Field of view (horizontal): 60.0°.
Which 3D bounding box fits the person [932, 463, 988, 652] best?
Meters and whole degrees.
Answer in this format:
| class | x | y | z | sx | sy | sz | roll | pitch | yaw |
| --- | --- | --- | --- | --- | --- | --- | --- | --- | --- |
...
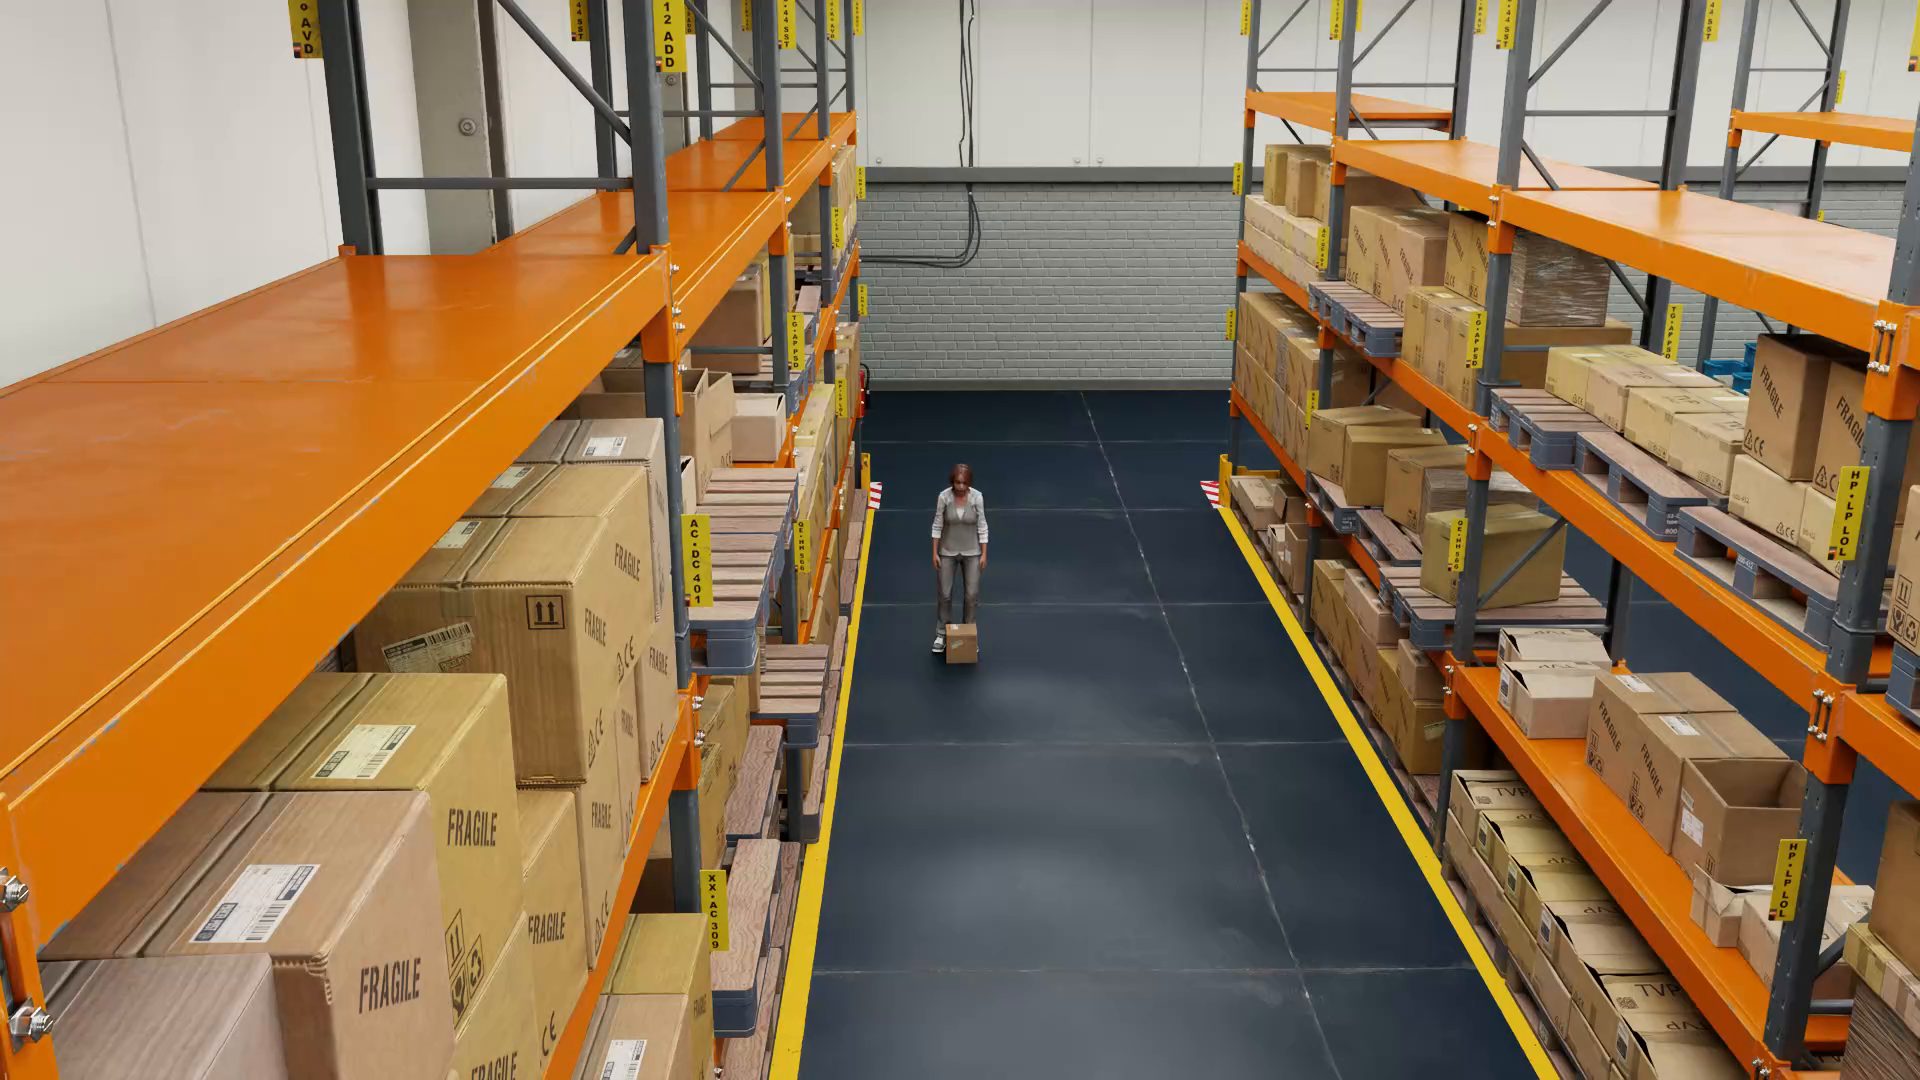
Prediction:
| class | x | y | z | sx | sy | sz | roll | pitch | yaw |
| --- | --- | --- | --- | --- | --- | --- | --- | --- | --- |
| person | -0.002 | 0.138 | 13.612 | 0.462 | 1.593 | 0.364 | 0 | 17 | 0 |
